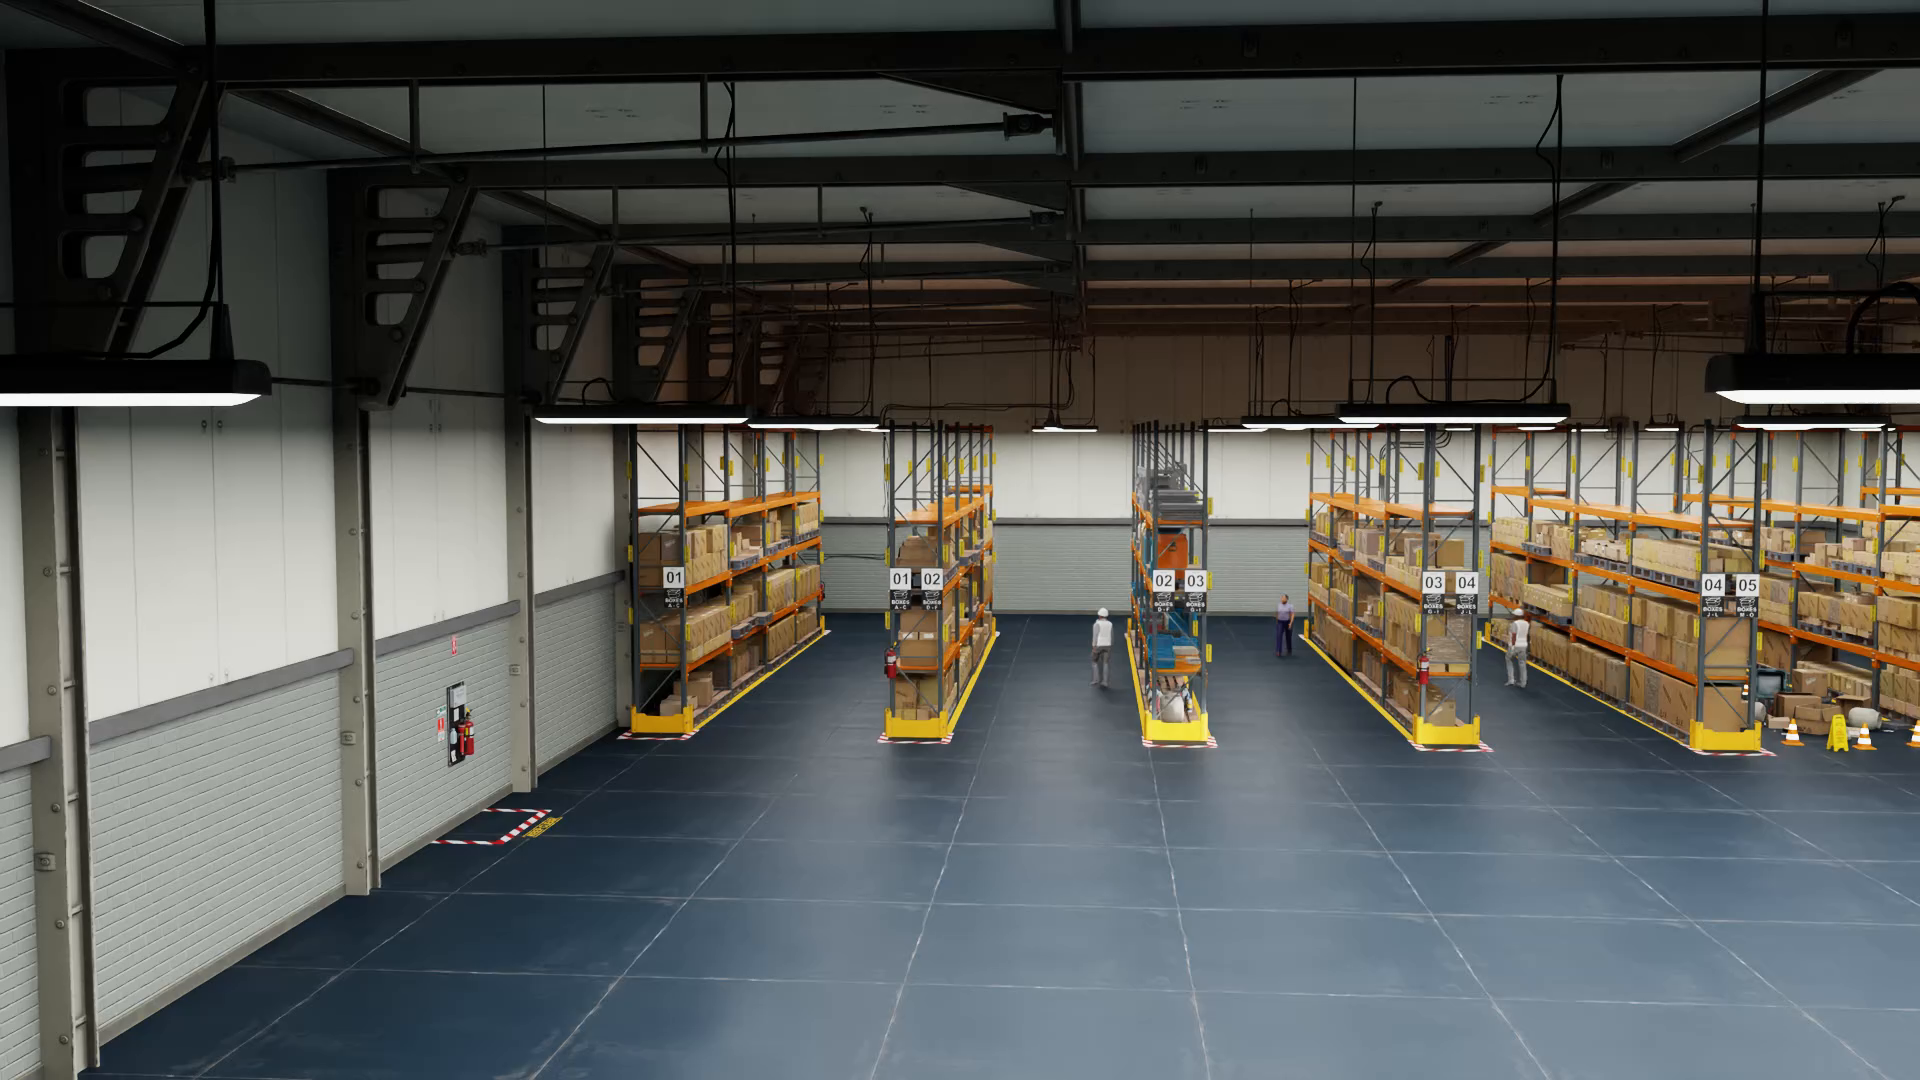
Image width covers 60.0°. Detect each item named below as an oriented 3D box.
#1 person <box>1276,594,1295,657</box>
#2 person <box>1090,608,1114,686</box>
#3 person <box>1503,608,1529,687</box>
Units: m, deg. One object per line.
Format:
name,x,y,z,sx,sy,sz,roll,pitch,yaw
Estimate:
person,8.415,2.199,43.021,0.477,1.574,0.992,1,4,19
person,3.271,2.459,37.905,0.547,1.811,0.556,-1,4,-13
person,12.696,2.464,37.725,0.538,1.816,0.556,-1,4,-8
